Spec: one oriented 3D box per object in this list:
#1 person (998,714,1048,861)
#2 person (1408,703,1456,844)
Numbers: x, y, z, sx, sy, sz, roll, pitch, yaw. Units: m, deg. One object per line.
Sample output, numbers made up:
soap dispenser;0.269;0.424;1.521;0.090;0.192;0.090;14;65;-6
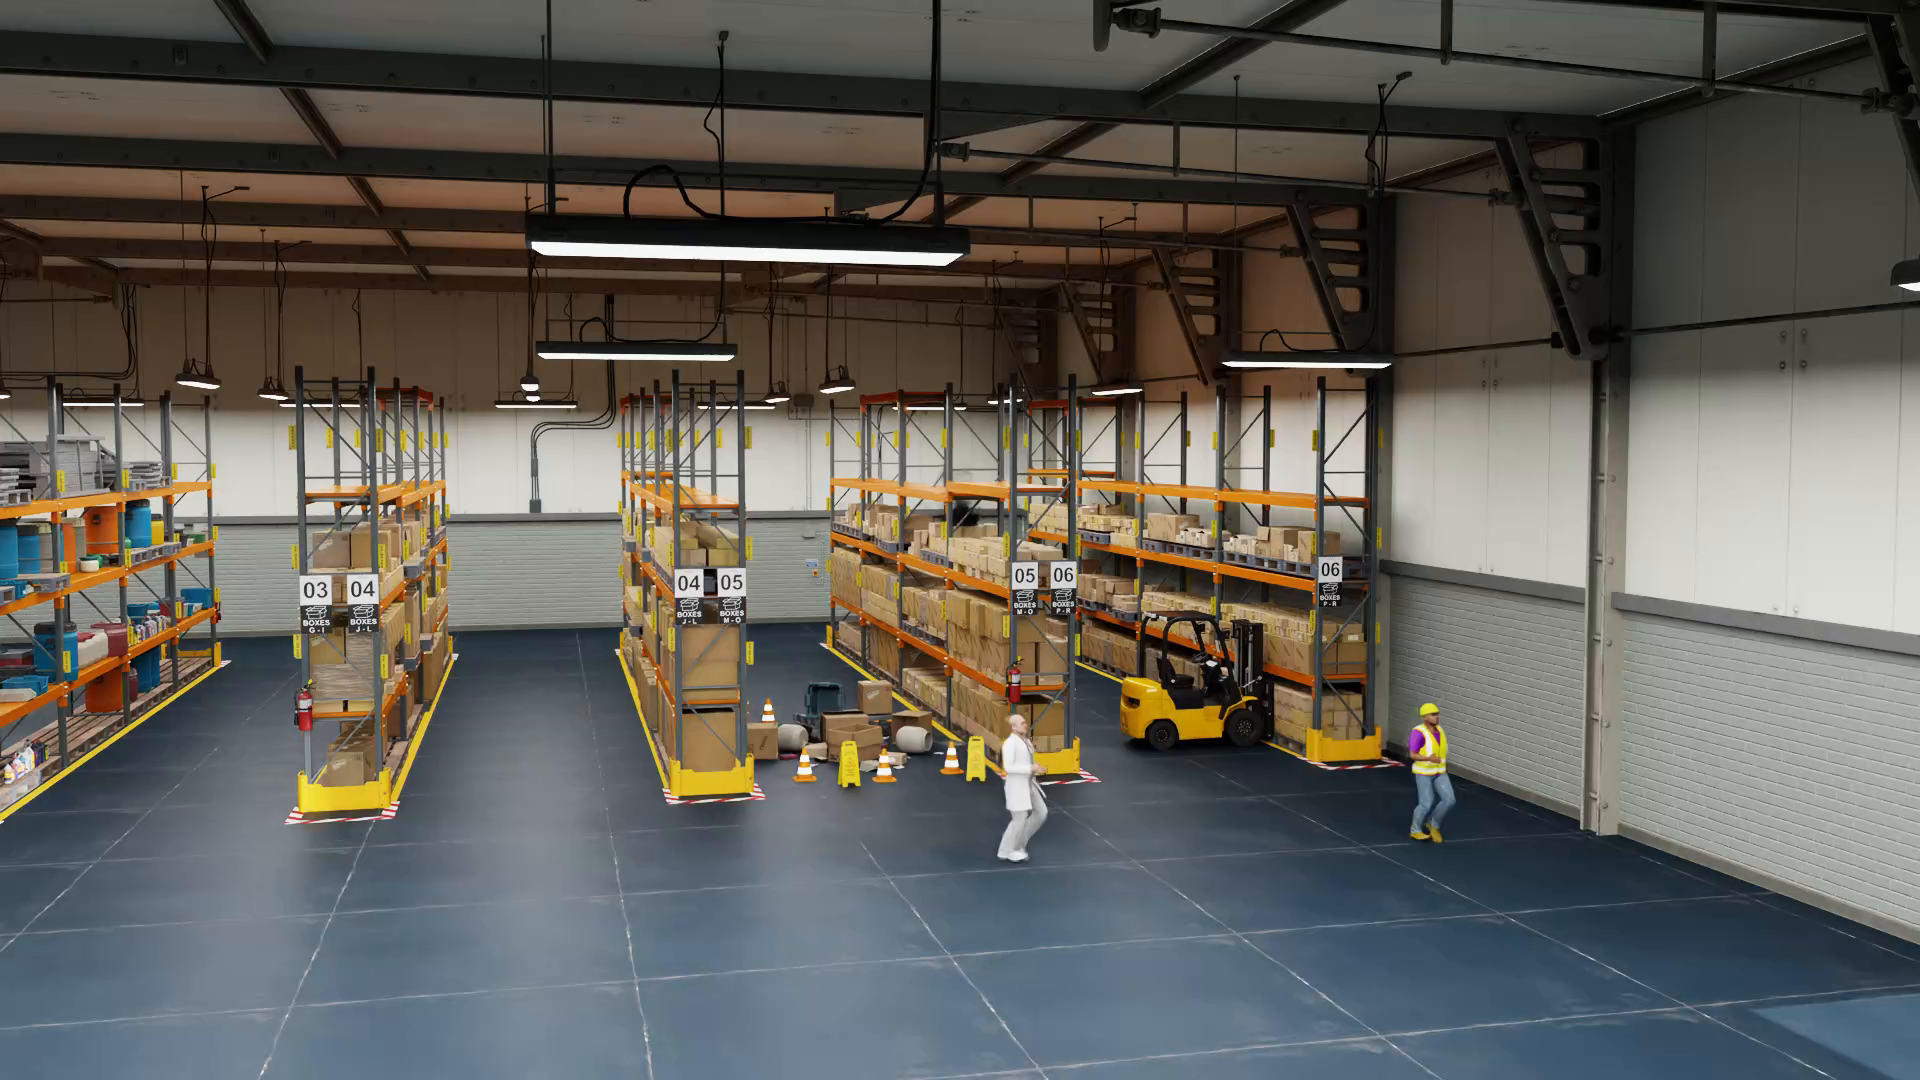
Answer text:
person;0.770;2.950;19.701;0.687;1.771;0.692;2;4;29
person;5.859;2.899;20.590;0.664;1.759;0.687;-2;4;-25
